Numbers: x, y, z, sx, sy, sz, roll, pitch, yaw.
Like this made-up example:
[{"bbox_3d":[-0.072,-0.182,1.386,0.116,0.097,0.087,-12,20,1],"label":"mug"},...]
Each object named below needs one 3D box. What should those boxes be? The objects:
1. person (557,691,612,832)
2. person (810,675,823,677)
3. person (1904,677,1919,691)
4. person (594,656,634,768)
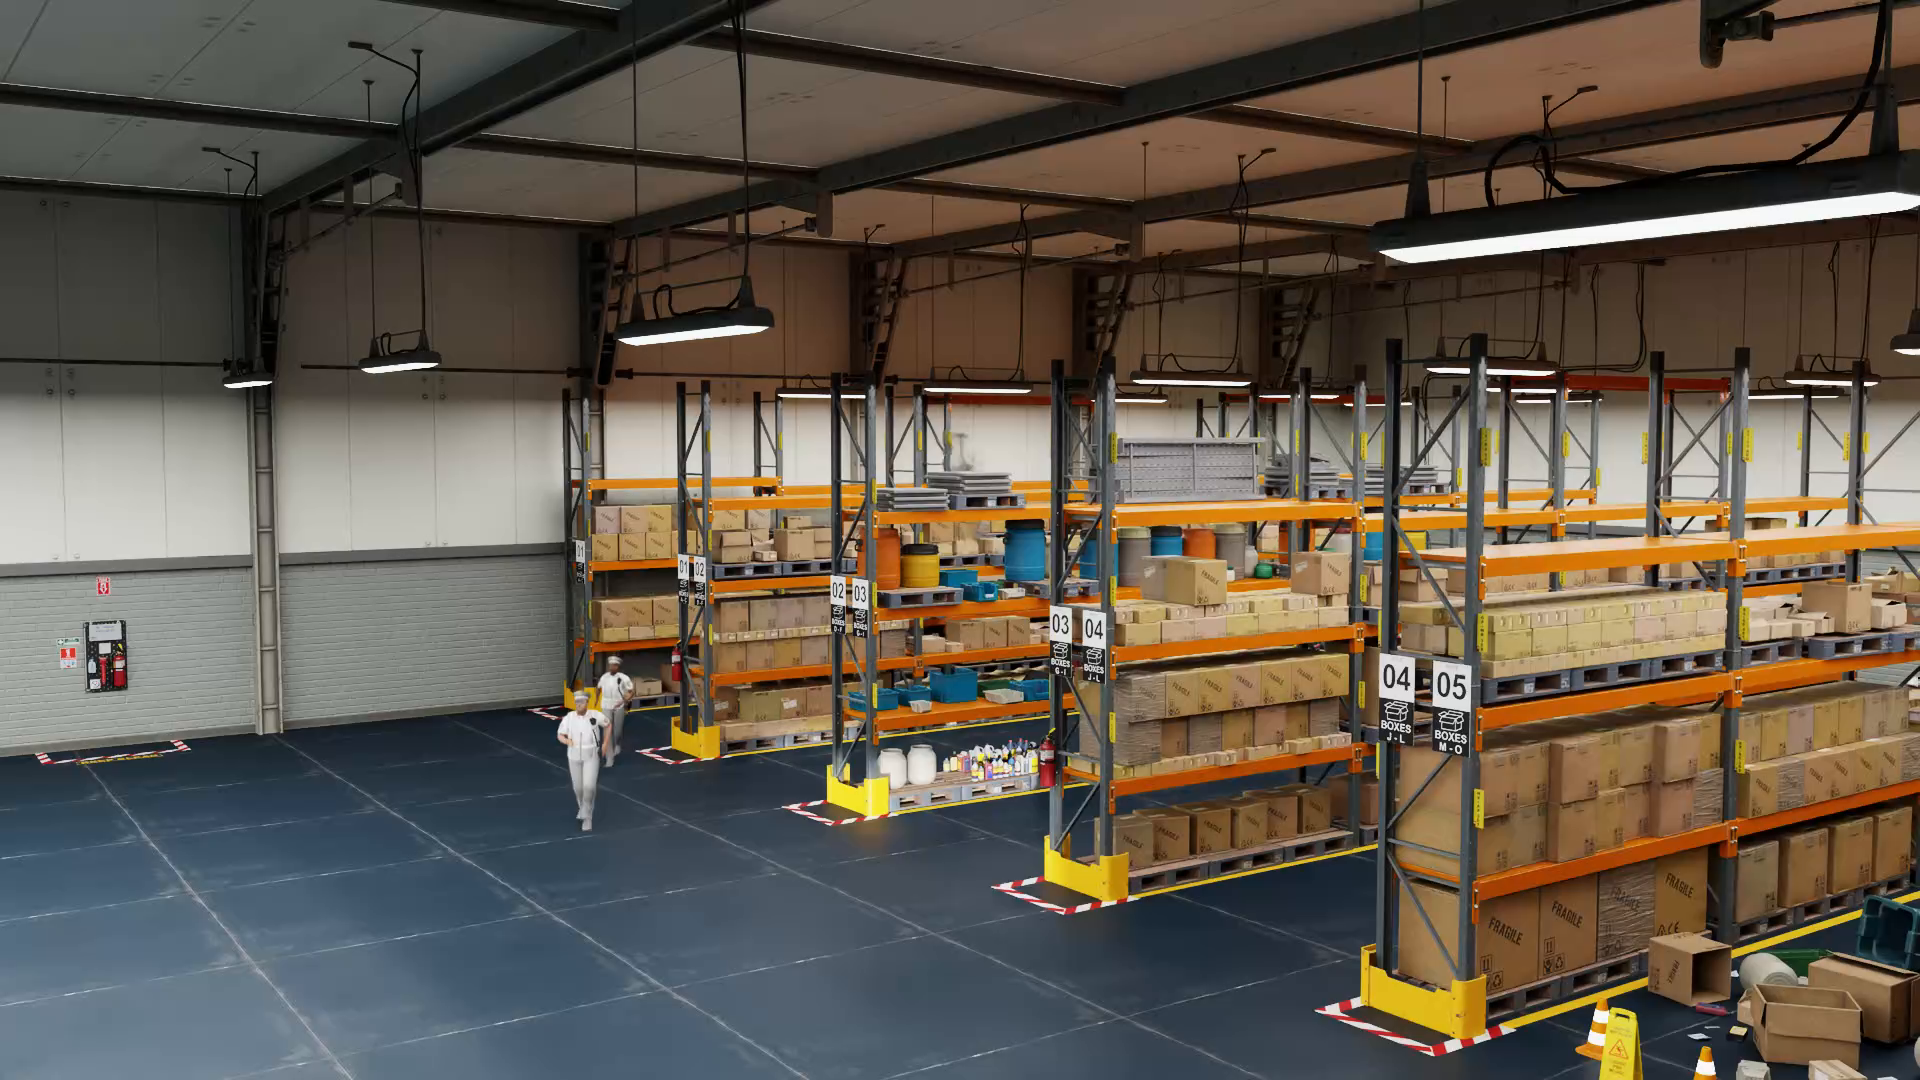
[{"bbox_3d":[-4.958,2.889,21.912,0.663,1.844,0.788,0,4,1],"label":"person"},{"bbox_3d":[-2.527,2.415,30.435,0.608,1.628,0.759,3,5,36],"label":"person"},{"bbox_3d":[13.221,2.810,23.103,0.764,1.853,0.668,-2,4,-32],"label":"person"},{"bbox_3d":[-5.424,2.671,26.108,0.618,1.718,0.844,0,4,-5],"label":"person"}]
